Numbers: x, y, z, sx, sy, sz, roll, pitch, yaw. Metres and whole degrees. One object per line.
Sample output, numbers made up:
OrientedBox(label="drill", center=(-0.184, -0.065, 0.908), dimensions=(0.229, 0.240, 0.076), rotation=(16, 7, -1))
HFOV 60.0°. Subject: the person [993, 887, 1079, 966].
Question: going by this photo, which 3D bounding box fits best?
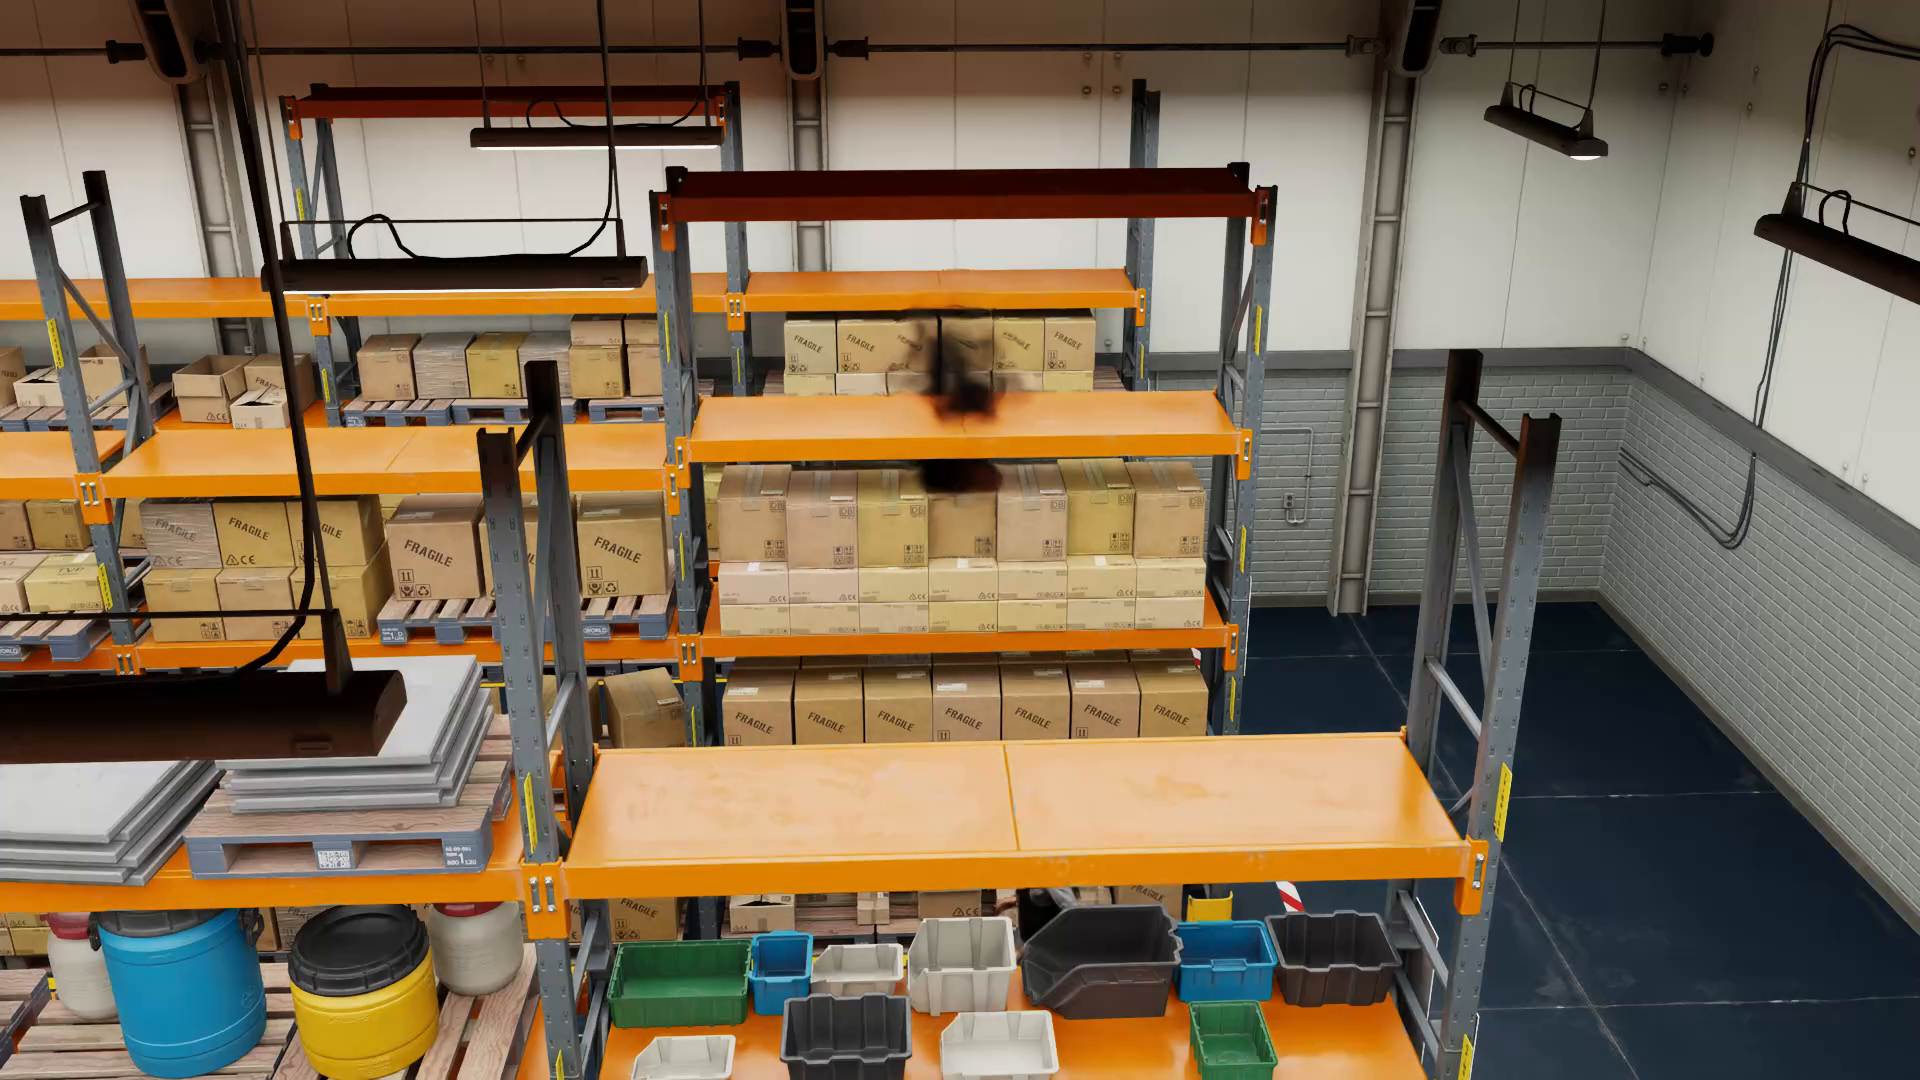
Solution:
OrientedBox(label="person", center=(0.560, 2.757, 11.500), dimensions=(0.660, 1.759, 0.649), rotation=(2, 22, 4))
